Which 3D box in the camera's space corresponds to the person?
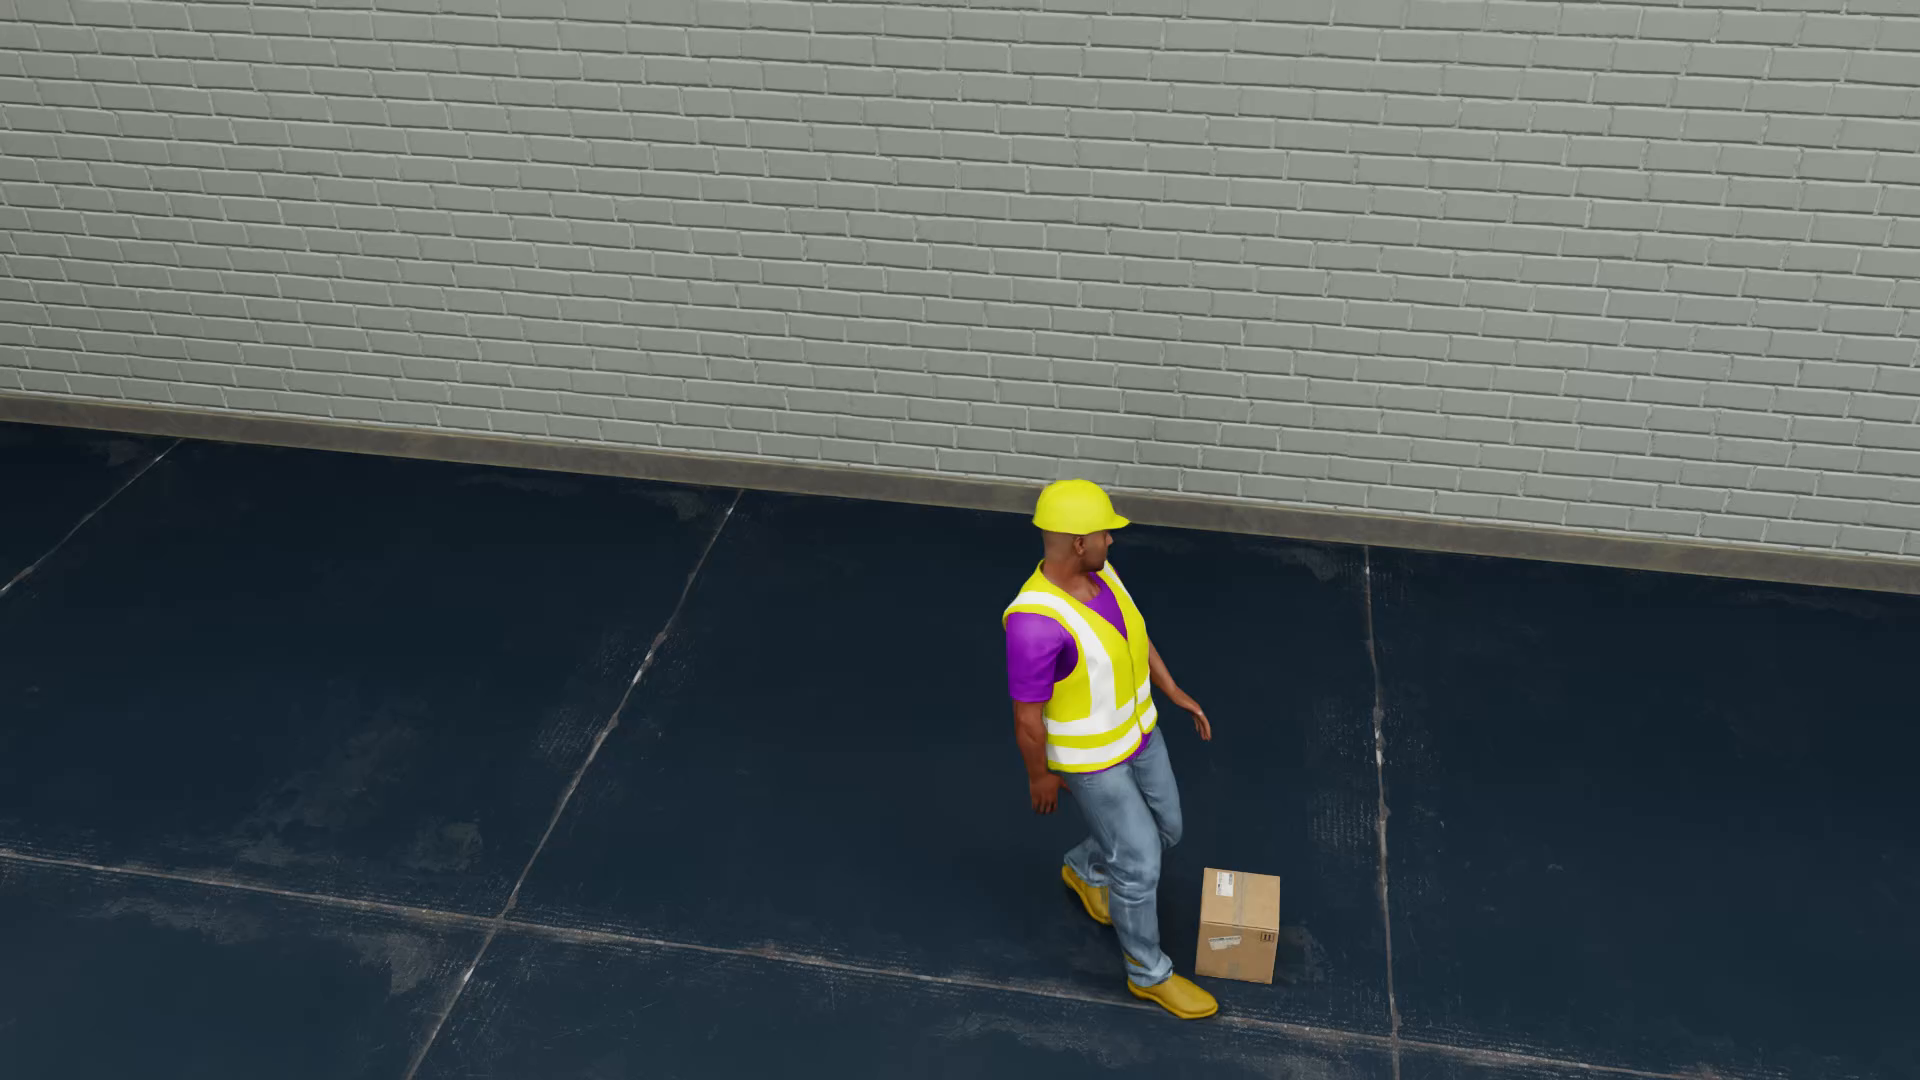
[{"bbox_3d":[0.545,0.653,5.143,0.786,1.695,0.597,18,36,26],"label":"person"}]
